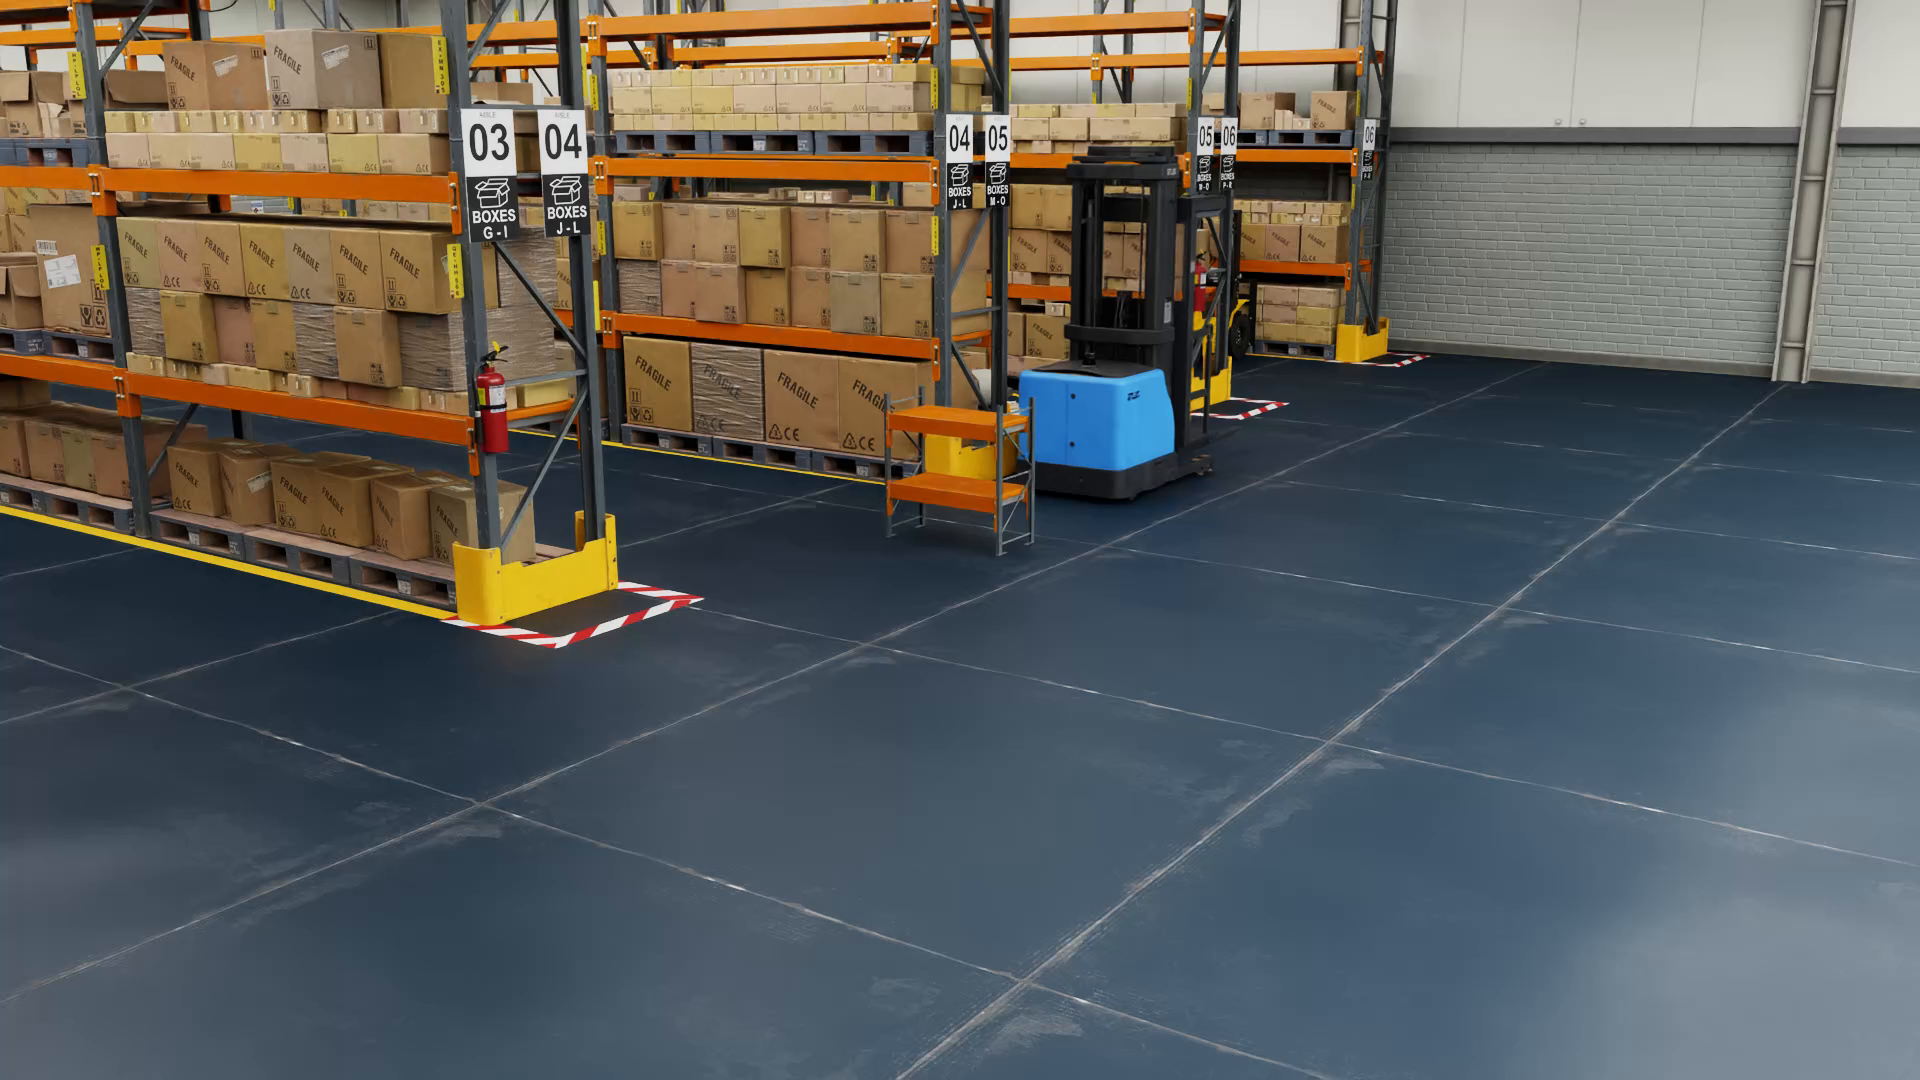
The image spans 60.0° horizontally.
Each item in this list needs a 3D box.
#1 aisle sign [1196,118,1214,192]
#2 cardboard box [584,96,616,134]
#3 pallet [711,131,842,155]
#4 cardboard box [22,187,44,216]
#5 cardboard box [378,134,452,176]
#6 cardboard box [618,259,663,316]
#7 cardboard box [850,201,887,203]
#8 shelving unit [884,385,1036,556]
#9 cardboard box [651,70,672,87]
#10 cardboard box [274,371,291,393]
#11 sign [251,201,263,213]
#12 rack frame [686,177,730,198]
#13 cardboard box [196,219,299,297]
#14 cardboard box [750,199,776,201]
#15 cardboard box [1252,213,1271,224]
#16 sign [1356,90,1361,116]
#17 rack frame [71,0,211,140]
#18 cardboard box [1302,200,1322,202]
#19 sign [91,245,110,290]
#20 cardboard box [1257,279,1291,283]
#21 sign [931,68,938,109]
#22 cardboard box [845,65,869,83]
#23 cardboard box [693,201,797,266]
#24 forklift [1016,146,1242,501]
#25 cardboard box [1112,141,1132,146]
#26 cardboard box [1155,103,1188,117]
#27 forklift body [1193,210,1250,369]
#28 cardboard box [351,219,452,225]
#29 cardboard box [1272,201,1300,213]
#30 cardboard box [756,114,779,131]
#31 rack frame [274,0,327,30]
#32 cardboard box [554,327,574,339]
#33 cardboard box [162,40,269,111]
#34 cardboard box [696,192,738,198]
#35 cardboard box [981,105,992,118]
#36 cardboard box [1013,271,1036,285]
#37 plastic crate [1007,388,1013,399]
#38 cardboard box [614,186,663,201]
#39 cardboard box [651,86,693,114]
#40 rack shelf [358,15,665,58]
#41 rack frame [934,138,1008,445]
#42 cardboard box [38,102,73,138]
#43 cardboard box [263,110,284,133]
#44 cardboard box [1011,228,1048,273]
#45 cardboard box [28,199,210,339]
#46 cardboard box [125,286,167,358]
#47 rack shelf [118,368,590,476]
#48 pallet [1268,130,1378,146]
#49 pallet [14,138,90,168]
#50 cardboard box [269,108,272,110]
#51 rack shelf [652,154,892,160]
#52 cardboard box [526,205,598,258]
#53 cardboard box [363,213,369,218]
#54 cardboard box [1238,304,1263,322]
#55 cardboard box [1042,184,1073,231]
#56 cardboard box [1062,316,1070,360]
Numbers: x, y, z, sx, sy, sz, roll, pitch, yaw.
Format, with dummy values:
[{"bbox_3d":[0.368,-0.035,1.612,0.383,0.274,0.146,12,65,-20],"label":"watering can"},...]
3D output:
[{"bbox_3d":[2.674,-4.203,18.148,0.004,0.787,0.394,9,17,33],"label":"aisle sign"},{"bbox_3d":[-4.782,-5.883,23.022,0.500,0.500,0.700,8,16,30],"label":"cardboard box"},{"bbox_3d":[-1.533,-3.680,15.390,1.213,0.211,1.003,9,17,33],"label":"pallet"},{"bbox_3d":[-12.105,-4.577,22.161,0.500,0.500,0.500,9,16,32],"label":"cardboard box"},{"bbox_3d":[-3.289,-2.428,10.460,0.500,0.250,0.500,10,17,34],"label":"cardboard box"},{"bbox_3d":[-2.901,-2.569,16.645,0.550,0.550,0.875,9,17,33],"label":"cardboard box"},{"bbox_3d":[-1.180,-4.127,21.552,0.500,0.500,0.500,9,17,33],"label":"cardboard box"},{"bbox_3d":[-0.006,-0.547,12.692,1.048,1.125,0.538,9,17,33],"label":"shelving unit"},{"bbox_3d":[-2.679,-4.332,15.619,0.250,0.149,0.380,9,17,32],"label":"cardboard box"},{"bbox_3d":[-4.570,-1.134,11.683,0.250,0.149,0.380,9,17,33],"label":"cardboard box"},{"bbox_3d":[-13.787,-6.384,32.566,0.001,0.494,0.329,9,17,33],"label":"sign"},{"bbox_3d":[-4.406,-5.606,29.229,0.127,3.000,1.000,9,17,33],"label":"rack frame"},{"bbox_3d":[-5.004,-2.001,11.755,0.500,0.500,0.500,9,17,33],"label":"cardboard box"},{"bbox_3d":[-2.729,-4.232,21.974,0.500,0.500,0.500,10,17,34],"label":"cardboard box"},{"bbox_3d":[4.250,-4.488,23.154,0.250,0.149,0.380,9,16,31],"label":"cardboard box"},{"bbox_3d":[5.237,-5.738,21.841,0.005,0.325,0.100,9,17,33],"label":"sign"},{"bbox_3d":[-6.066,-4.479,12.192,0.127,3.000,1.000,9,17,33],"label":"rack frame"},{"bbox_3d":[4.966,-4.667,23.257,0.250,0.149,0.380,10,17,34],"label":"cardboard box"},{"bbox_3d":[-6.373,-2.018,12.324,0.005,0.325,0.100,9,17,33],"label":"sign"},{"bbox_3d":[4.432,-3.589,23.848,0.500,0.250,0.500,9,17,32],"label":"cardboard box"},{"bbox_3d":[-0.209,-3.747,13.799,0.005,0.325,0.100,9,17,33],"label":"sign"},{"bbox_3d":[-0.783,-4.026,14.382,0.250,0.149,0.380,10,17,34],"label":"cardboard box"},{"bbox_3d":[-2.034,-2.933,15.870,0.550,0.550,0.875,9,17,33],"label":"cardboard box"},{"bbox_3d":[1.699,-2.059,15.043,1.130,2.935,3.031,9,16,31],"label":"forklift"},{"bbox_3d":[1.906,-4.402,18.645,0.250,0.149,0.380,10,17,34],"label":"cardboard box"},{"bbox_3d":[2.339,-4.715,18.247,0.250,0.149,0.380,9,17,33],"label":"cardboard box"},{"bbox_3d":[2.960,-3.476,22.388,1.214,2.155,2.313,9,17,33],"label":"forklift body"},{"bbox_3d":[-3.878,-1.973,11.641,0.500,0.500,0.500,9,17,33],"label":"cardboard box"},{"bbox_3d":[4.517,-4.616,23.050,0.250,0.149,0.380,9,17,33],"label":"cardboard box"},{"bbox_3d":[-1.625,-3.775,15.027,0.250,0.149,0.380,9,17,33],"label":"cardboard box"},{"bbox_3d":[-10.492,-8.065,26.675,0.127,3.000,1.000,9,17,33],"label":"rack frame"},{"bbox_3d":[-4.577,-1.850,17.862,0.750,0.750,1.050,9,17,33],"label":"cardboard box"},{"bbox_3d":[-5.550,-3.450,12.406,0.500,0.500,0.500,9,16,31],"label":"cardboard box"},{"bbox_3d":[-4.130,-5.749,28.724,0.500,0.500,0.700,10,17,34],"label":"cardboard box"},{"bbox_3d":[0.427,-5.027,19.510,0.250,0.149,0.380,9,16,31],"label":"cardboard box"},{"bbox_3d":[0.828,-3.114,19.681,0.250,0.149,0.380,9,17,33],"label":"cardboard box"},{"bbox_3d":[0.310,-1.752,19.734,0.583,0.080,0.402,3,14,14],"label":"plastic crate"},{"bbox_3d":[-4.429,-4.631,22.999,0.500,0.500,0.500,9,16,31],"label":"cardboard box"},{"bbox_3d":[-2.545,-4.134,15.650,0.500,0.250,0.500,9,17,32],"label":"cardboard box"},{"bbox_3d":[-4.873,-5.180,17.350,4.000,0.370,1.077,9,17,33],"label":"rack shelf"},{"bbox_3d":[0.105,-2.006,14.686,0.127,3.000,1.000,9,17,33],"label":"rack frame"},{"bbox_3d":[-6.902,-3.268,12.946,0.258,0.266,0.396,10,17,35],"label":"cardboard box"},{"bbox_3d":[-4.428,-2.805,11.151,0.250,0.149,0.380,8,16,30],"label":"cardboard box"},{"bbox_3d":[0.944,-3.425,19.591,0.500,0.500,0.500,9,17,33],"label":"cardboard box"},{"bbox_3d":[-6.647,-2.197,13.333,1.000,1.000,1.000,9,17,33],"label":"cardboard box"},{"bbox_3d":[-5.727,-1.688,12.571,0.500,0.500,0.875,9,17,33],"label":"cardboard box"},{"bbox_3d":[-4.406,-0.950,11.915,4.000,0.370,1.077,9,17,33],"label":"rack shelf"},{"bbox_3d":[4.979,-5.510,22.782,1.213,0.211,1.003,9,17,33],"label":"pallet"},{"bbox_3d":[-6.519,-3.036,12.995,1.003,0.211,1.213,9,17,33],"label":"pallet"},{"bbox_3d":[-7.571,-4.674,19.012,0.500,0.500,0.500,9,17,33],"label":"cardboard box"},{"bbox_3d":[-2.195,-4.918,21.704,4.000,0.370,1.077,9,17,33],"label":"rack shelf"},{"bbox_3d":[-4.057,-3.211,17.262,0.500,0.500,0.700,9,16,32],"label":"cardboard box"},{"bbox_3d":[-8.982,-4.882,26.093,0.500,0.500,0.500,10,17,35],"label":"cardboard box"},{"bbox_3d":[4.123,-3.246,23.503,0.500,0.250,0.500,9,16,32],"label":"cardboard box"},{"bbox_3d":[1.342,-3.827,19.134,0.500,0.500,0.700,9,16,32],"label":"cardboard box"},{"bbox_3d":[1.539,-2.365,19.421,0.500,0.500,0.500,10,17,35],"label":"cardboard box"}]
